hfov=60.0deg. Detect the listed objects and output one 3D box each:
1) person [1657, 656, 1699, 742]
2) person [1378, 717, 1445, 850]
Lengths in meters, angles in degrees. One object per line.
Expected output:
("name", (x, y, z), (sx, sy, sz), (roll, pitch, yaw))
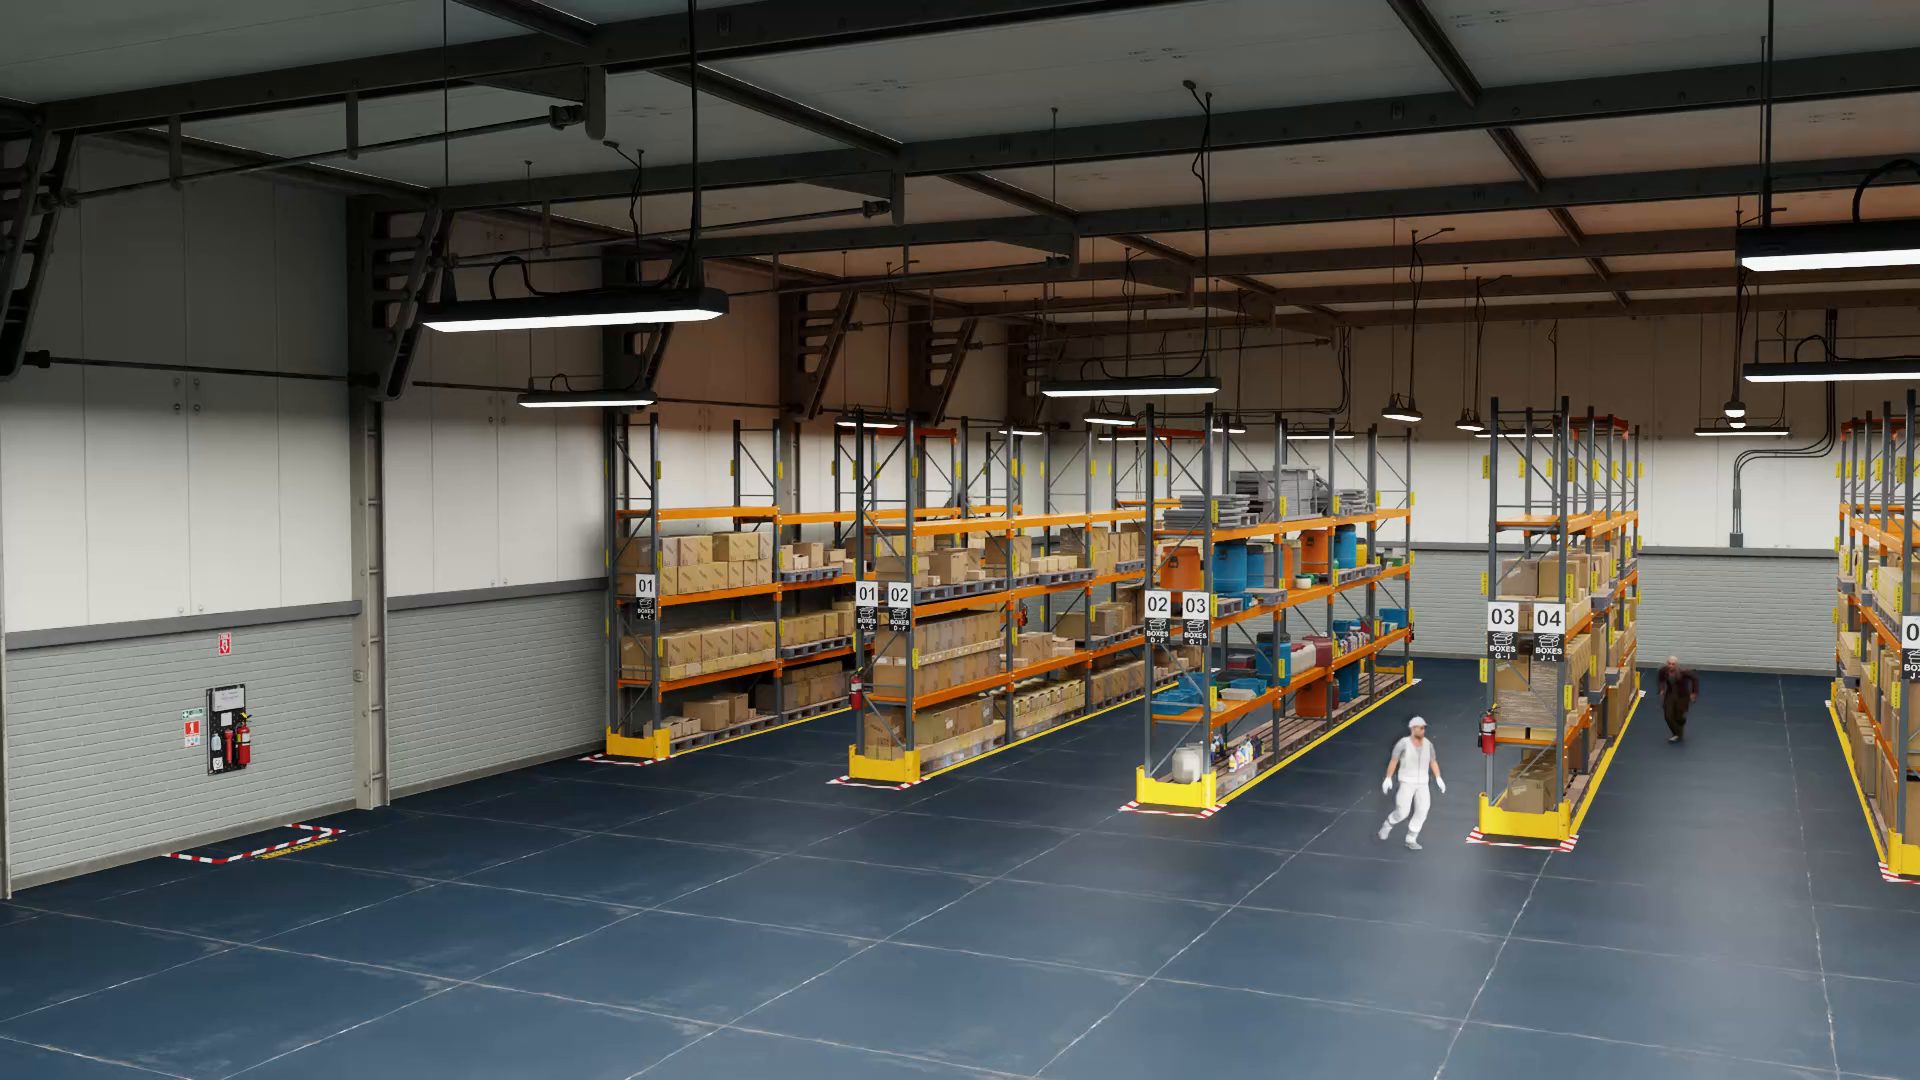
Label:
("person", (13.235, 2.914, 30.617), (0.727, 1.606, 0.915), (2, 3, 38))
("person", (5.944, 3.195, 21.961), (0.716, 1.754, 0.689), (-1, 2, -13))
